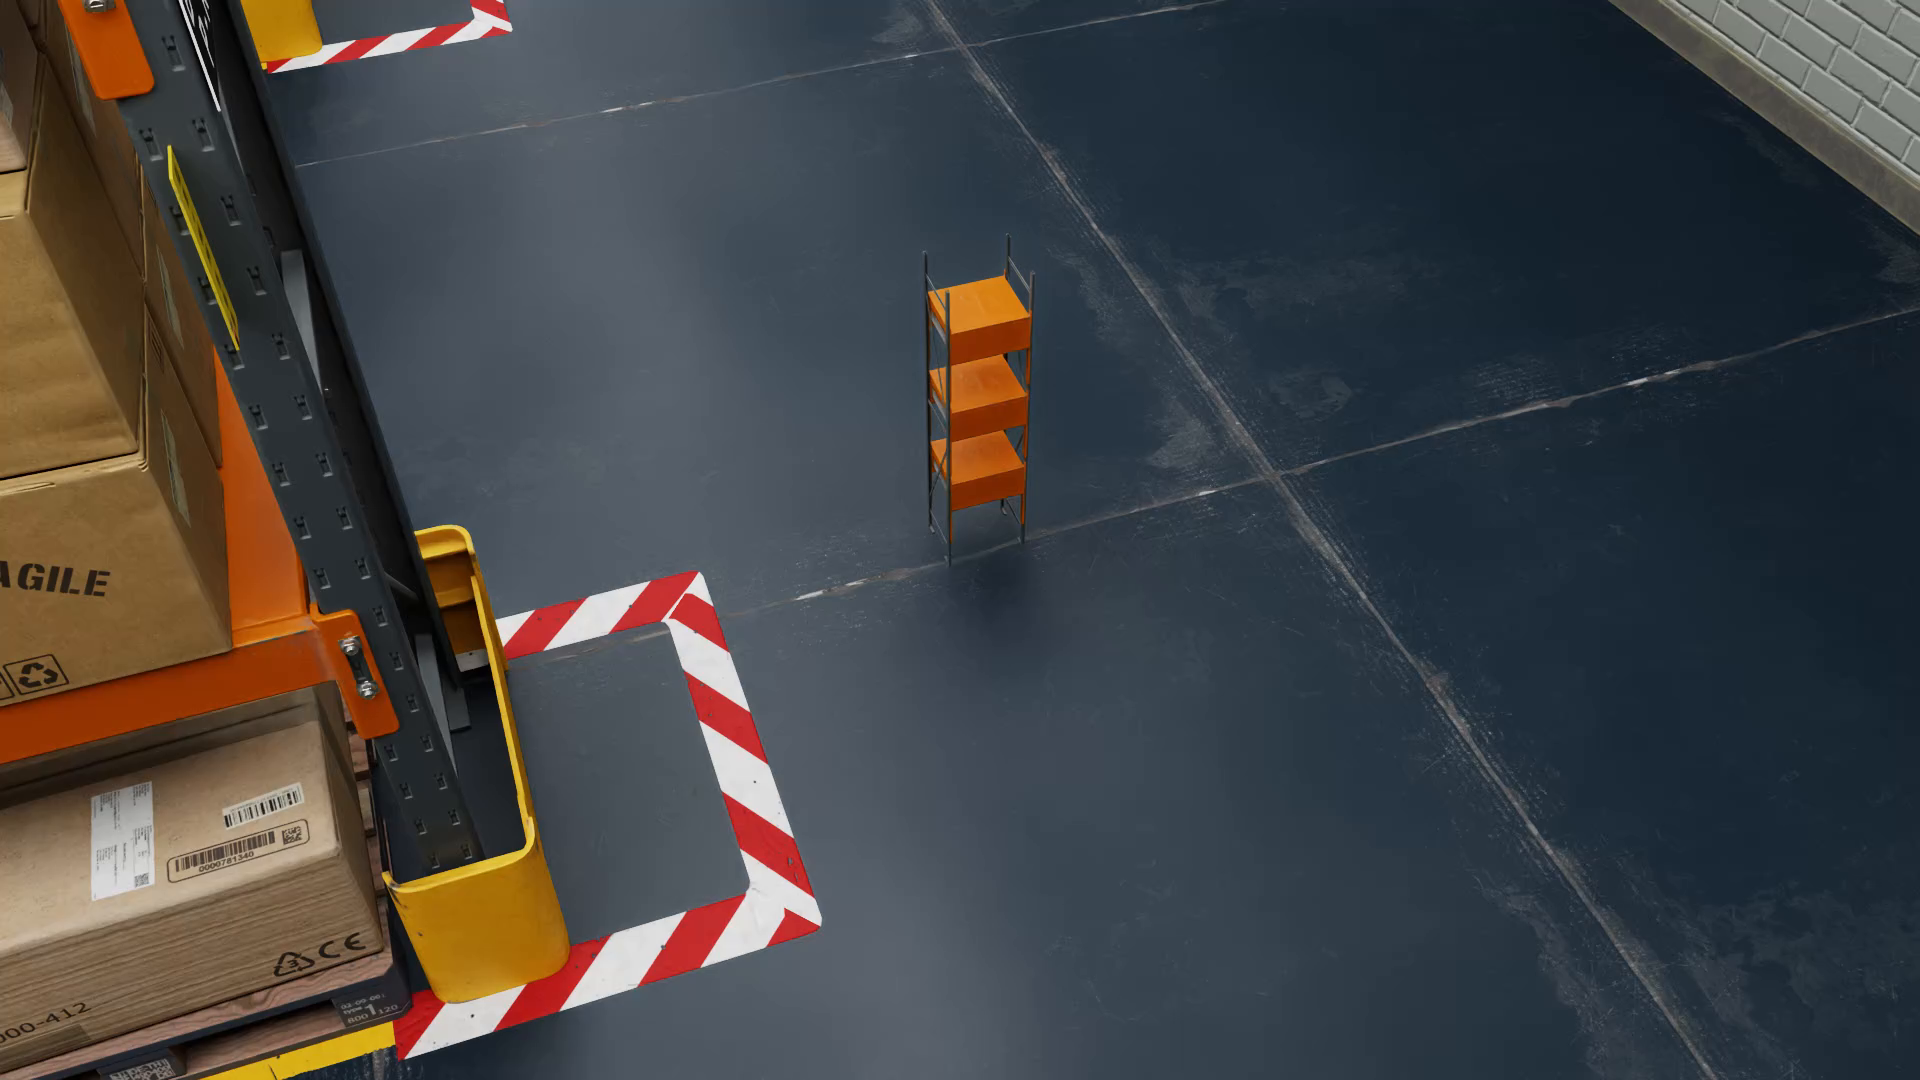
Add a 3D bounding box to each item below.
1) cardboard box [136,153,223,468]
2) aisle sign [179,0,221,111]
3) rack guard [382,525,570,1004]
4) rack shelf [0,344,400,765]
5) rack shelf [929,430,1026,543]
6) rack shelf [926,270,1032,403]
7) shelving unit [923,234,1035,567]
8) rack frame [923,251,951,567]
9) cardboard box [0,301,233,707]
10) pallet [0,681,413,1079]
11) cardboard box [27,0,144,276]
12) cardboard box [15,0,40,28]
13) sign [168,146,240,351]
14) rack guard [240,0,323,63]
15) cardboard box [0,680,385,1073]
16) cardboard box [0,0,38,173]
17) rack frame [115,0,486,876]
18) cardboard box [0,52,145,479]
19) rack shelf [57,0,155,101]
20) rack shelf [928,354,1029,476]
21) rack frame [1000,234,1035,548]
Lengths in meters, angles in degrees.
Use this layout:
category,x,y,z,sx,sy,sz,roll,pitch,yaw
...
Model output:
category,x,y,z,sx,sy,sz,roll,pitch,yaw
cardboard box,-1.900,-0.436,3.496,0.500,0.500,0.500,-15,47,-14
aisle sign,-1.178,-1.053,2.346,0.004,0.787,0.394,-14,47,-14
rack guard,-1.328,0.552,4.347,0.348,0.500,1.175,-14,47,-14
rack shelf,-3.232,0.411,3.231,4.000,0.370,1.077,-14,47,-14
rack shelf,0.050,-0.180,5.095,0.240,0.259,0.215,-14,47,-14
rack shelf,0.050,-0.576,4.697,0.240,0.259,0.215,-14,47,-14
shelving unit,0.050,-0.383,4.891,0.252,1.050,0.215,-14,47,-14
rack frame,-0.064,-0.354,4.862,0.008,1.050,0.200,-14,47,-14
cardboard box,-1.715,-0.067,3.129,0.500,0.500,0.500,-14,47,-14
pallet,-2.076,0.904,4.200,1.213,0.211,1.003,-14,47,-14
cardboard box,-1.899,-0.787,3.140,0.500,0.500,0.500,-15,47,-15
cardboard box,-1.779,-1.041,2.935,0.250,0.149,0.380,-13,47,-13
sign,-1.180,-0.452,2.598,0.005,0.325,0.100,-14,47,-14
rack guard,-3.198,-2.697,7.585,0.348,0.500,1.175,-14,47,-14
cardboard box,-1.938,0.657,3.990,0.875,0.438,0.875,-16,47,-15
cardboard box,-1.620,-0.722,2.617,0.250,0.149,0.380,-14,47,-13
rack frame,-1.351,-0.324,3.456,0.127,3.000,1.000,-14,47,-14
cardboard box,-1.723,-0.438,2.792,0.500,0.500,0.500,-13,47,-13
rack shelf,-3.232,-0.648,2.169,4.000,0.370,1.077,-14,47,-14
rack shelf,0.050,-0.376,4.898,0.240,0.259,0.215,-14,47,-14
rack frame,0.165,-0.413,4.920,0.008,1.050,0.200,-14,47,-14
